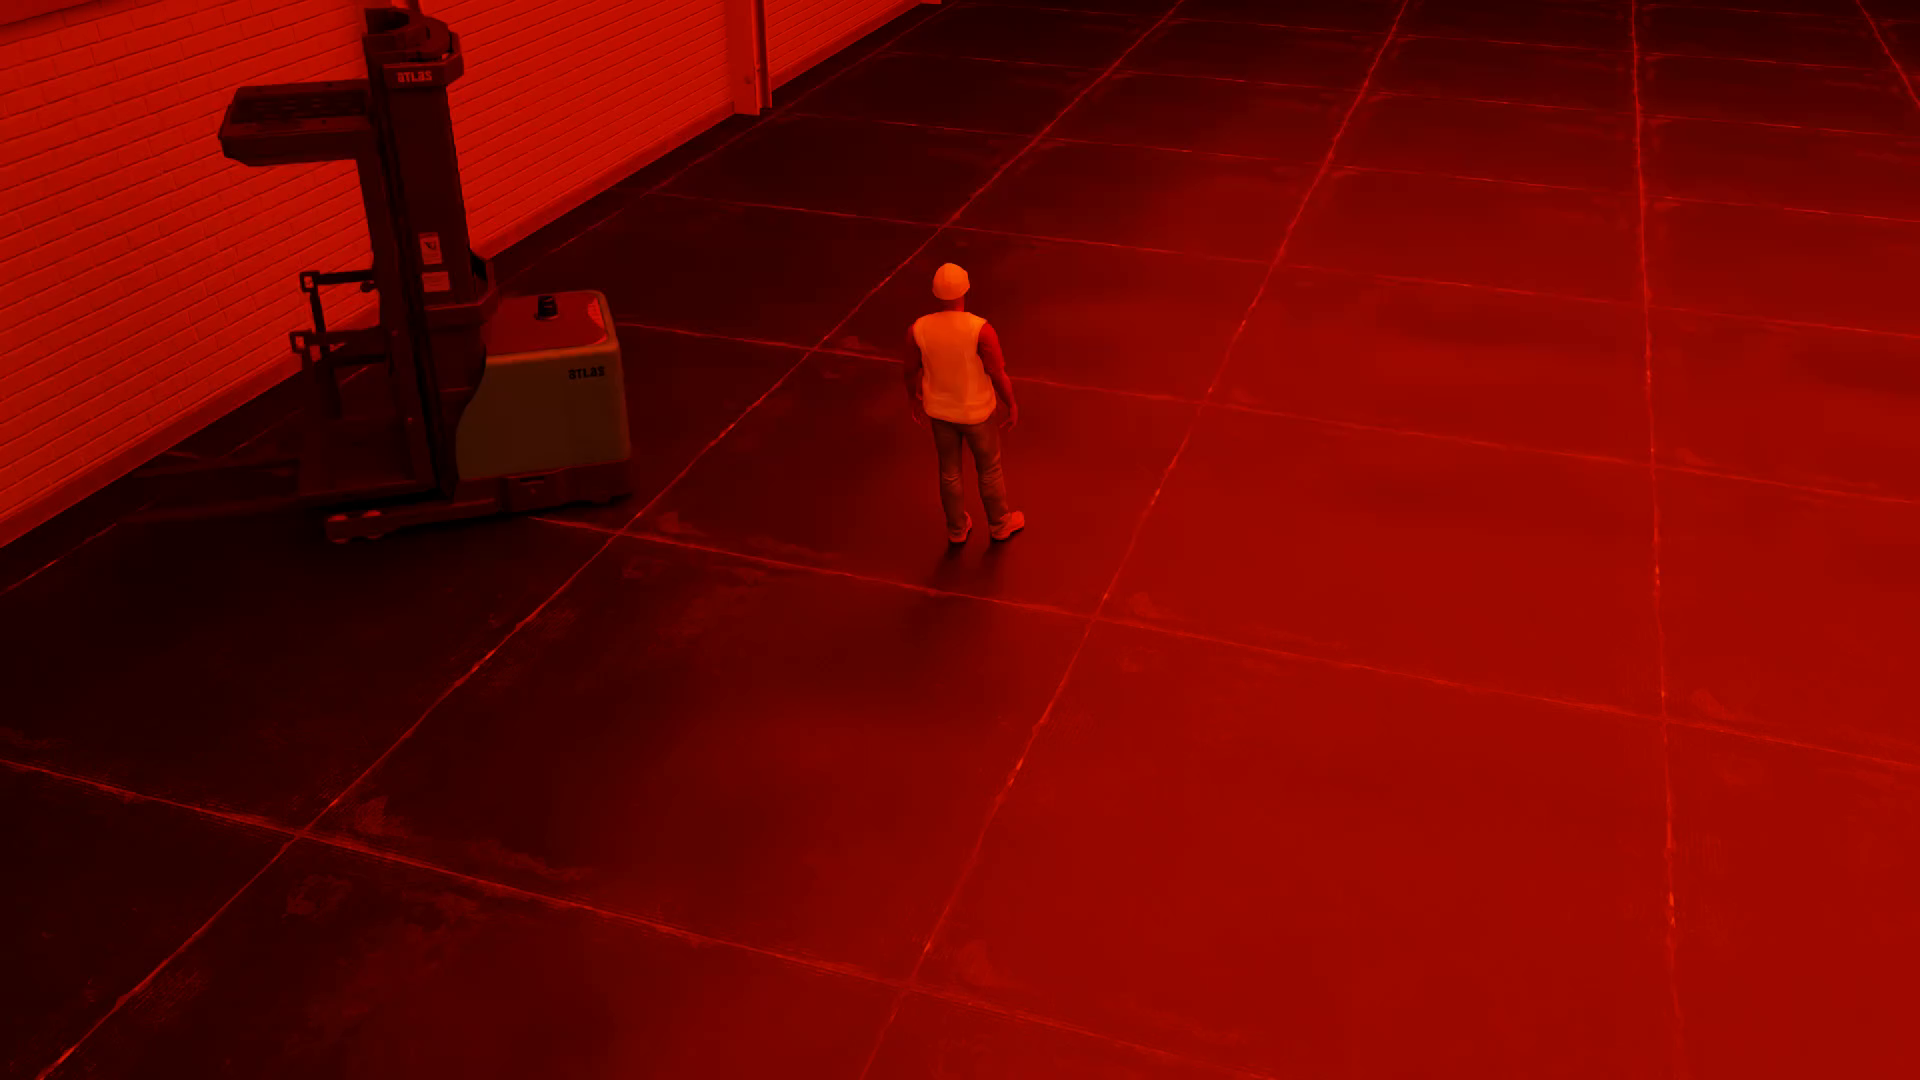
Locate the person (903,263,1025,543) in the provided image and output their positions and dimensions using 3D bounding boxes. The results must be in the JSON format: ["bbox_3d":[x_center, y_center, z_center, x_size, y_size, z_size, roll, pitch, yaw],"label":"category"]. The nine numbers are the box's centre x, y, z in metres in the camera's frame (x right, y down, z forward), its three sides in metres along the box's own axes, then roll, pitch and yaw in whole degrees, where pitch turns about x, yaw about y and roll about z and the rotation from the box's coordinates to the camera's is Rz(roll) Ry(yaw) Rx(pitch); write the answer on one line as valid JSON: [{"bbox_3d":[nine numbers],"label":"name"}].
[{"bbox_3d":[0.029,-0.805,9.710,0.665,1.765,0.577,10,31,16],"label":"person"}]

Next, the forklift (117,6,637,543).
[{"bbox_3d":[-3.620,-1.547,9.851,3.031,2.935,1.130,-8,31,-14],"label":"forklift"}]
